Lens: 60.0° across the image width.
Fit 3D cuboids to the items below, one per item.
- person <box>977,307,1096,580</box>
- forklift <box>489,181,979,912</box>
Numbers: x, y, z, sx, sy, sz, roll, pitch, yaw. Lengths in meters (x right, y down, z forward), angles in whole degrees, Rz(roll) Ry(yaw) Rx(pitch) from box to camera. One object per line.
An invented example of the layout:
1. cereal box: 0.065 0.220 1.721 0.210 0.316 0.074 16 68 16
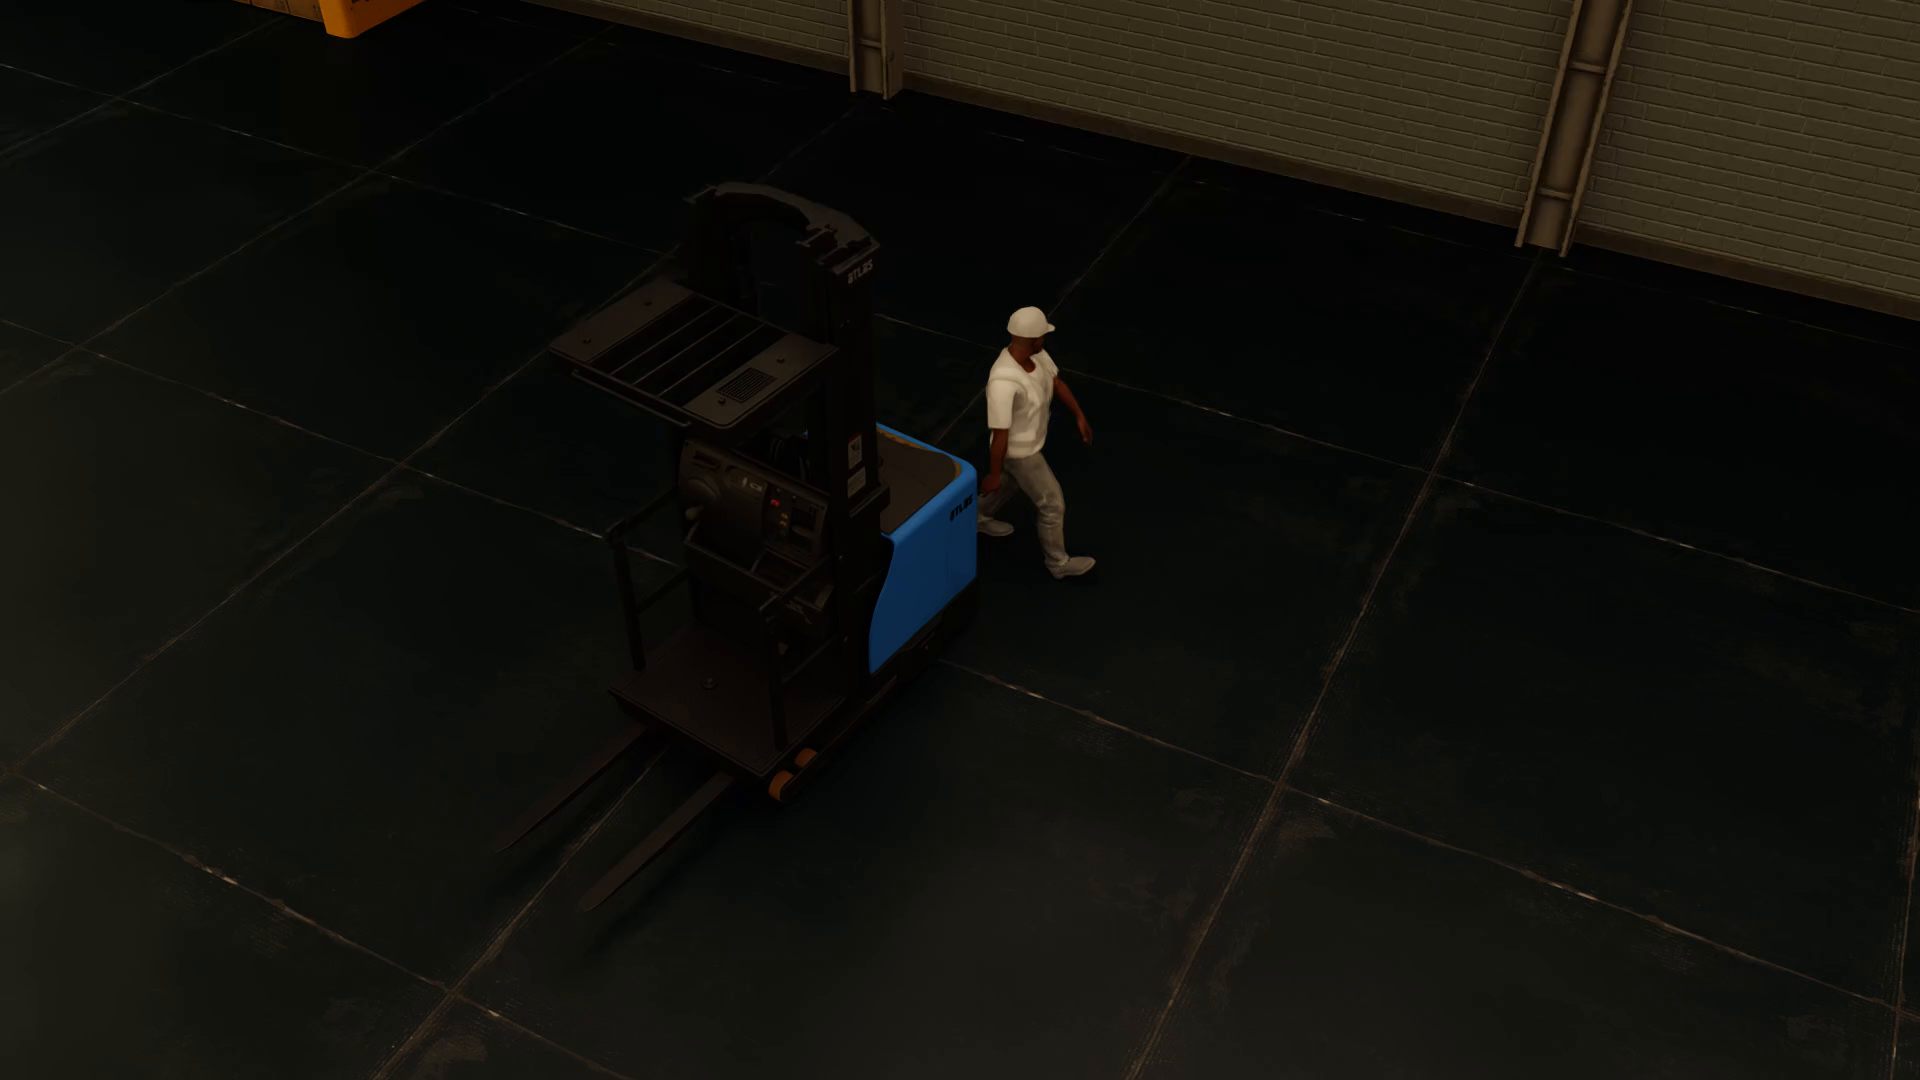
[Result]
1. person: 0.409 -0.546 9.608 0.880 1.718 0.725 9 41 10
2. forklift: -1.155 -0.115 8.123 1.130 2.935 3.031 25 46 26
